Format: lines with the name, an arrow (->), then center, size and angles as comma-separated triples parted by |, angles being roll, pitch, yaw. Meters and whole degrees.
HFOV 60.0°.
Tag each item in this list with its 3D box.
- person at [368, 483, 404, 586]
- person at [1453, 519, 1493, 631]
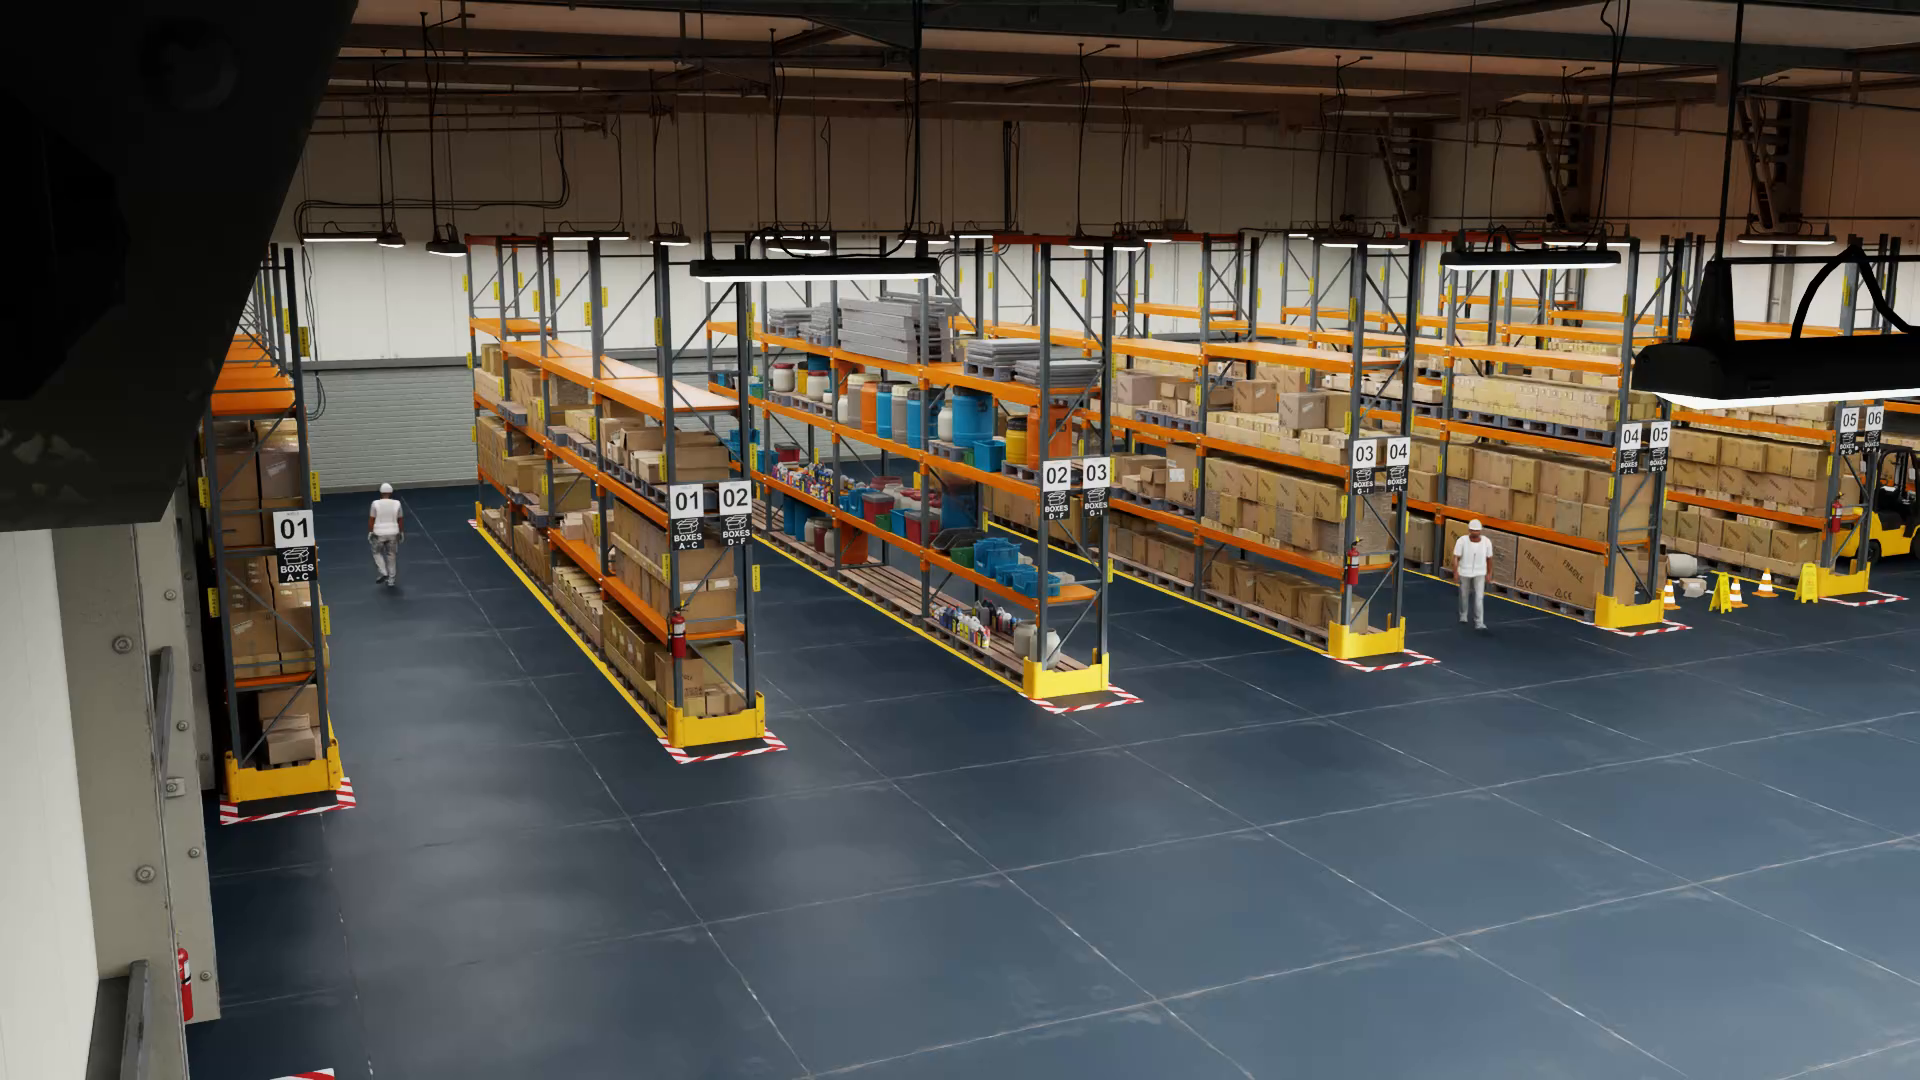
person -> -9.954, -0.089, 28.862 | 0.601, 1.780, 0.509 | -5, 12, -25
person -> 7.955, 0.523, 25.825 | 0.599, 1.698, 1.085 | 3, 11, 16
